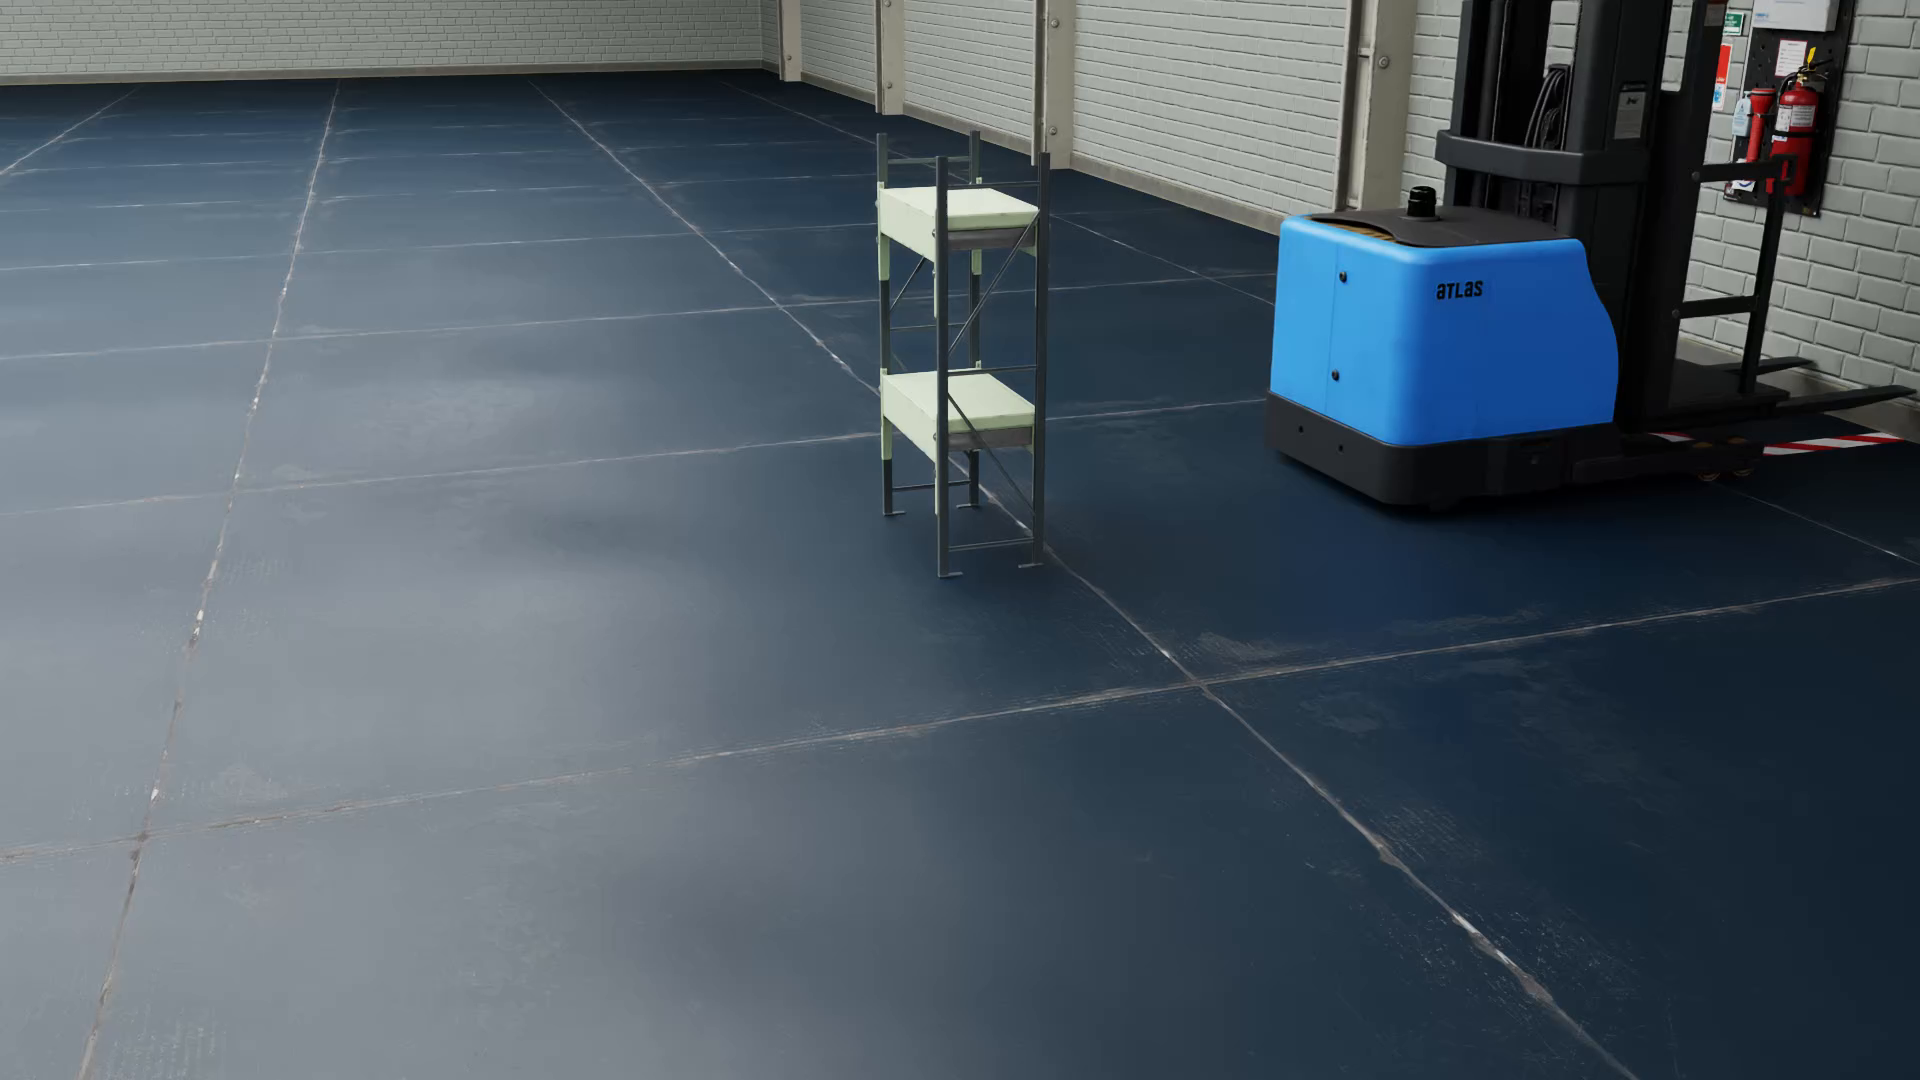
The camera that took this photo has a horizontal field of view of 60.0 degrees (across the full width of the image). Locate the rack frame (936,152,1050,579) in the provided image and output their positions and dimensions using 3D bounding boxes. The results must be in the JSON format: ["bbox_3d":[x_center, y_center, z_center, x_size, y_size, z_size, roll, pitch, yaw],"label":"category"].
[{"bbox_3d":[0.113,-0.591,5.842,0.400,1.500,0.023,-6,21,-17],"label":"rack frame"}]

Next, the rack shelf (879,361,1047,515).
[{"bbox_3d":[-0.002,-0.401,6.279,0.431,0.370,0.720,-6,21,-17],"label":"rack shelf"}]

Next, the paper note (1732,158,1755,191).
[{"bbox_3d":[3.988,-1.854,8.445,0.016,0.148,0.142,-6,21,-17],"label":"paper note"}]

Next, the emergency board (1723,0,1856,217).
[{"bbox_3d":[3.978,-2.205,8.117,0.194,1.169,0.643,-6,21,-17],"label":"emergency board"}]

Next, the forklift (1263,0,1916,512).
[{"bbox_3d":[2.924,-1.788,7.058,3.031,2.935,1.130,-7,21,-20],"label":"forklift"}]

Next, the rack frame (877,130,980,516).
[{"bbox_3d":[-0.117,-0.825,6.496,0.400,1.500,0.023,-6,21,-17],"label":"rack frame"}]

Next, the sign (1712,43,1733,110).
[{"bbox_3d":[3.902,-2.410,8.636,0.001,0.329,0.234,-6,21,-17],"label":"sign"}]

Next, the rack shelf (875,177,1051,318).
[{"bbox_3d":[-0.002,-1.075,6.037,0.431,0.370,0.720,-6,21,-17],"label":"rack shelf"}]

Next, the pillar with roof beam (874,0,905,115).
[{"bbox_3d":[-5.026,-9.550,19.693,9.100,9.000,0.400,-6,21,-17],"label":"pillar with roof beam"}]

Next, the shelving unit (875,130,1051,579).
[{"bbox_3d":[-0.002,-0.708,6.169,0.431,1.500,0.755,-6,21,-17],"label":"shelving unit"}]

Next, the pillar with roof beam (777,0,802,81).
[{"bbox_3d":[-6.912,-11.475,25.053,9.100,9.000,0.400,-6,21,-17],"label":"pillar with roof beam"}]

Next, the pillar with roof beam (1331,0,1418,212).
[{"bbox_3d":[-1.254,-5.699,8.971,9.100,9.000,0.400,-6,21,-17],"label":"pillar with roof beam"}]

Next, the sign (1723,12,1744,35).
[{"bbox_3d":[3.895,-2.657,8.540,0.001,0.109,0.331,-6,21,-17],"label":"sign"}]

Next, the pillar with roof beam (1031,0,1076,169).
[{"bbox_3d":[-3.140,-7.625,14.332,9.100,9.000,0.400,-6,21,-17],"label":"pillar with roof beam"}]
